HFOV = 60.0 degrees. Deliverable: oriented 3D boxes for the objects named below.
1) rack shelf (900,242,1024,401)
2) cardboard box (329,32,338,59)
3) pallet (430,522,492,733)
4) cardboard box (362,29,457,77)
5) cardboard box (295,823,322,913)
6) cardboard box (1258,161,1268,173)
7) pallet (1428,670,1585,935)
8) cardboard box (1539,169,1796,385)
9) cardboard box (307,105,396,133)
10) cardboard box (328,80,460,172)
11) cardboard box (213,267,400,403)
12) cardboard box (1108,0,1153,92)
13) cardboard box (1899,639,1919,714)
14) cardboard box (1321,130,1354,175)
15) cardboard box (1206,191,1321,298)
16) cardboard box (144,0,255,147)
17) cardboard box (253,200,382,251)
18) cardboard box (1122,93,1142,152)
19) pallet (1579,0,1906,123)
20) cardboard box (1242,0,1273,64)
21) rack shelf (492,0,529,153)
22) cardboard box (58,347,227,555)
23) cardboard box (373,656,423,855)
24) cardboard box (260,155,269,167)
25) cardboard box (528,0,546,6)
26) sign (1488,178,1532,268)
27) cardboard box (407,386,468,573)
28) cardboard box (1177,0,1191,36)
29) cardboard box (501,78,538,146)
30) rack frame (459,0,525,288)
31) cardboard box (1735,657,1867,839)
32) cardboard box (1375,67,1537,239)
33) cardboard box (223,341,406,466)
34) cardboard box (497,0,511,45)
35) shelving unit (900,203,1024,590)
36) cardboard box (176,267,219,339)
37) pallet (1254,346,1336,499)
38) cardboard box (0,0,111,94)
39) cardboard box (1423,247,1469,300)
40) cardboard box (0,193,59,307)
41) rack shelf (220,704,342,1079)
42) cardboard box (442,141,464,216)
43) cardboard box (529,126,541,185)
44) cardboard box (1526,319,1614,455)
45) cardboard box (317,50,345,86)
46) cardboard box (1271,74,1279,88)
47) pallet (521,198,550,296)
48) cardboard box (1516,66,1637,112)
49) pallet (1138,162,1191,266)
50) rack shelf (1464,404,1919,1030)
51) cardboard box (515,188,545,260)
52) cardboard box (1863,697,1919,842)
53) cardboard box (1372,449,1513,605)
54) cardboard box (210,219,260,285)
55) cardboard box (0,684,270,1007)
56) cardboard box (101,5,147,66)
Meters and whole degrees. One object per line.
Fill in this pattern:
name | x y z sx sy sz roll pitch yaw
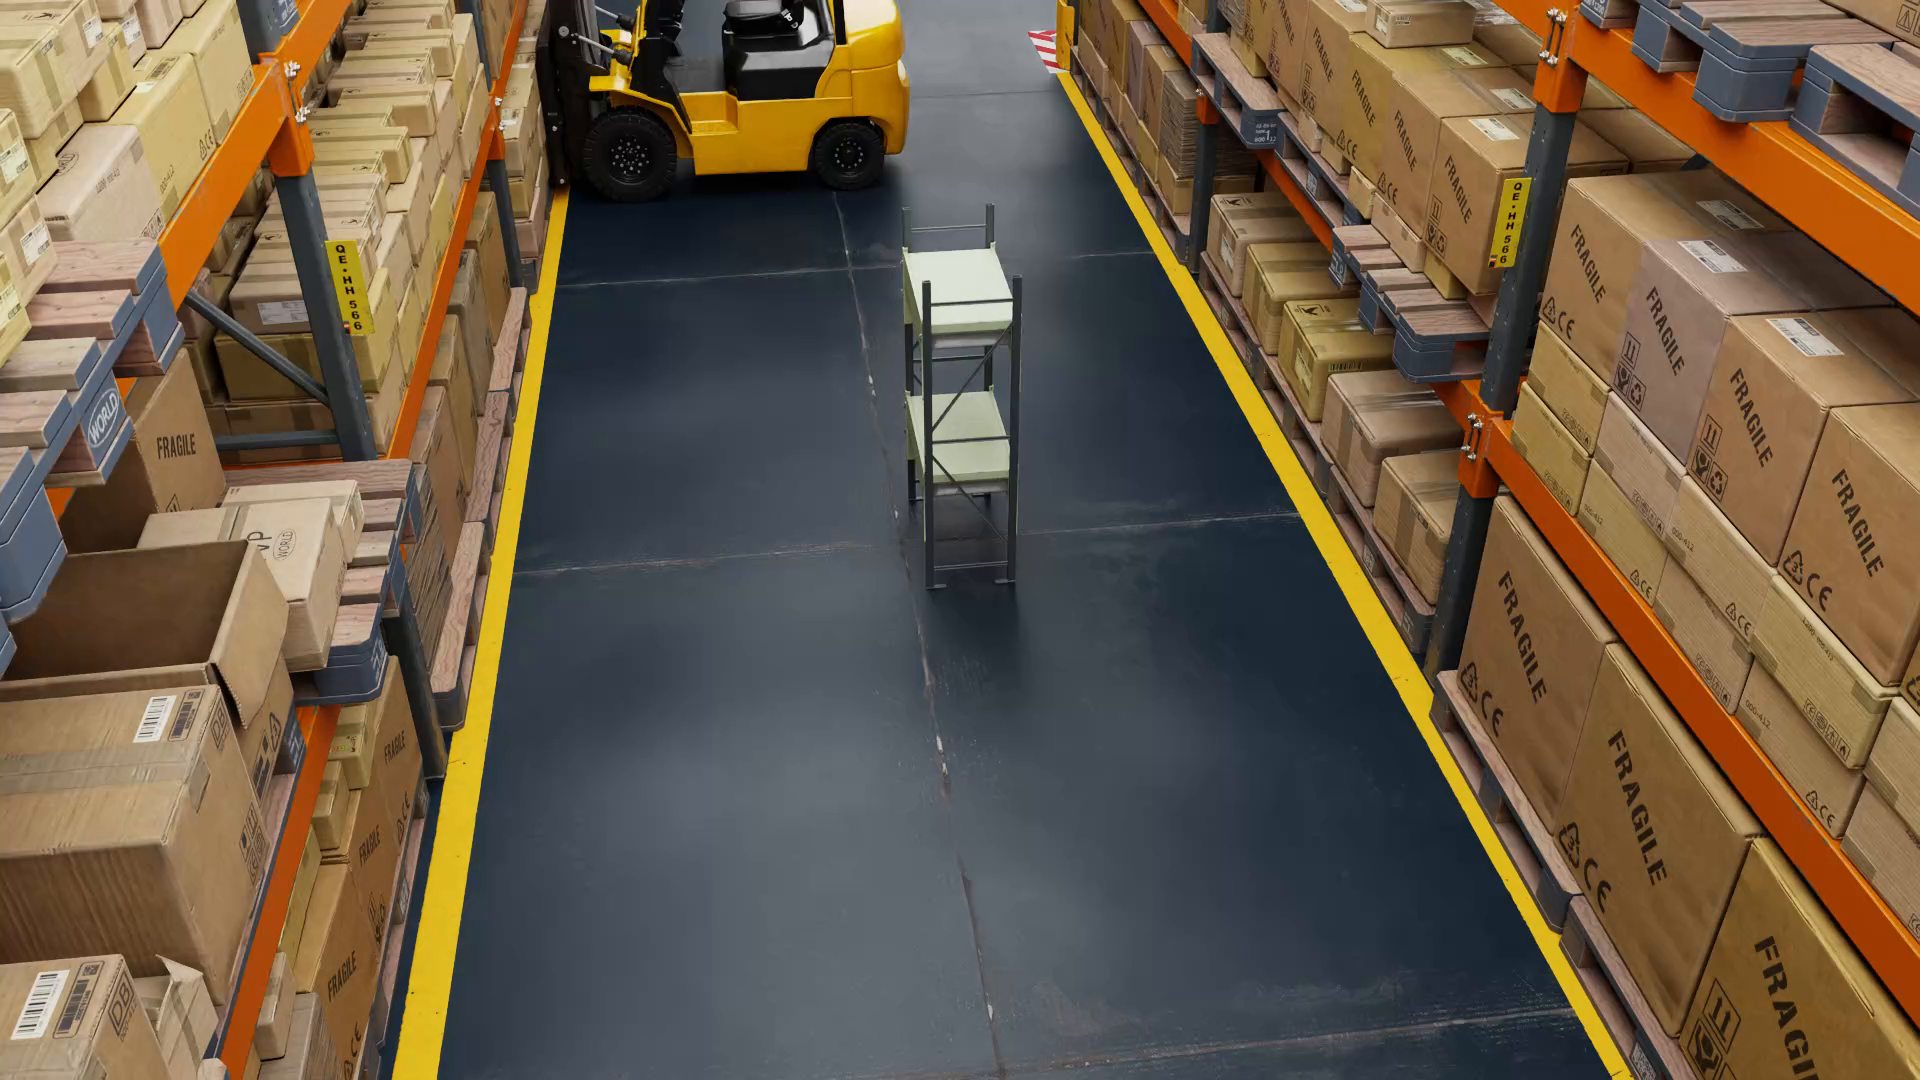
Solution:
rack shelf | -0.001 -0.946 7.113 0.431 0.370 0.720 -4 35 -6
cardboard box | -3.172 -2.349 7.868 0.380 0.149 0.250 -4 35 -7
pallet | -2.558 0.377 7.009 1.003 0.211 1.213 -4 35 -6
cardboard box | -2.557 -2.260 7.739 0.380 0.149 0.250 -5 35 -8
cardboard box | -2.119 0.986 4.910 0.380 0.149 0.250 -3 34 -5
cardboard box | 2.083 -2.620 10.333 0.500 0.500 0.500 -3 34 -4
pallet | 2.464 0.907 6.231 1.003 0.211 1.213 -4 35 -6
cardboard box | 2.256 -0.851 5.359 0.500 0.500 0.500 -5 35 -8
cardboard box | -2.551 -1.679 6.886 0.380 0.149 0.250 -4 35 -6
cardboard box | -2.565 -1.863 7.509 0.500 0.250 0.500 -4 34 -5
cardboard box | -2.278 -0.725 5.840 0.500 0.250 0.500 -4 35 -6
cardboard box | 1.329 -3.446 11.546 0.500 0.500 0.500 -4 34 -5
cardboard box | 2.536 0.284 3.693 0.500 0.500 0.500 -3 34 -5
cardboard box | 1.868 -1.784 7.555 0.380 0.149 0.250 -5 35 -8
cardboard box | 1.967 -1.718 9.568 0.950 0.372 0.625 -4 34 -6
cardboard box | -2.176 -1.222 4.349 0.500 0.250 0.500 -5 35 -8
cardboard box | -2.334 -1.113 6.054 0.380 0.149 0.250 -3 34 -5
cardboard box | 1.403 -2.850 11.337 0.500 0.250 0.500 -4 34 -6
pallet | 2.572 -1.497 4.787 1.213 0.211 1.003 -3 34 -4
cardboard box | 1.741 -2.698 8.319 0.500 0.500 0.500 -4 35 -6
rack shelf | -3.293 -3.364 10.661 1.077 0.370 4.000 -4 35 -6
cardboard box | -2.571 -0.228 4.960 0.500 0.500 0.500 -3 34 -4
cardboard box | -2.216 0.766 5.809 0.500 0.500 0.500 -3 34 -5
cardboard box | -2.956 -1.644 6.833 0.380 0.149 0.250 -3 34 -5
cardboard box | -3.116 -3.710 11.711 0.500 0.250 0.500 -4 34 -6
sign | 1.896 -1.090 5.728 0.100 0.325 0.005 -4 35 -6
cardboard box | -2.652 -0.218 7.142 0.875 0.625 0.625 -3 34 -5
cardboard box | 1.509 -3.114 9.879 0.380 0.149 0.250 -4 34 -5
cardboard box | -2.836 -2.575 10.046 0.500 0.250 0.500 -4 35 -6
rack frame | -3.024 -2.545 8.821 1.000 3.000 0.127 -4 35 -6
cardboard box | 2.470 0.517 4.461 0.500 0.250 0.500 -4 35 -6
cardboard box | 2.015 -1.549 6.633 0.500 0.500 0.500 -5 35 -7
cardboard box | -2.303 -0.517 5.978 0.500 0.250 0.500 -4 35 -6
cardboard box | -2.911 -3.143 9.609 0.500 0.500 0.500 -4 34 -6
shelving unit | -0.001 -0.623 7.333 0.431 1.500 0.755 -4 35 -6
cardboard box | -2.730 -0.788 5.578 0.380 0.149 0.250 -3 34 -5
pallet | 2.168 -0.654 8.522 1.003 0.211 1.213 -4 35 -6
cardboard box | -2.008 -1.025 3.442 0.380 0.149 0.250 -5 35 -7
cardboard box | 2.047 -1.070 6.506 0.380 0.149 0.250 -4 34 -6
cardboard box | -1.826 -0.484 2.894 0.380 0.149 0.250 -4 34 -5
rack shelf | -2.217 1.101 4.110 1.077 0.370 4.000 -4 35 -6
cardboard box | -2.587 -1.662 7.658 0.500 0.250 0.500 -4 34 -6
cardboard box | -2.852 -2.363 10.179 0.500 0.250 0.500 -5 35 -7
cardboard box | 2.256 -0.534 5.559 0.500 0.250 0.500 -5 35 -7
cardboard box | -3.152 -2.106 7.865 0.500 0.250 0.500 -5 35 -7
cardboard box | 1.795 -2.368 8.411 0.380 0.149 0.250 -2 34 -3
pallet | -3.089 -1.840 10.262 1.003 0.211 1.213 -4 35 -6
cardboard box | 2.524 -1.587 6.690 0.500 0.500 0.500 -3 34 -4
pallet | 1.769 -2.143 10.707 1.003 0.211 1.213 -4 35 -6
rack shelf | 2.701 0.723 4.665 1.077 0.370 4.000 -4 35 -6
cardboard box | -2.761 -1.877 9.910 0.500 0.250 0.500 -4 34 -6
cardboard box | 2.520 0.602 3.892 0.500 0.250 0.500 -4 34 -5
cardboard box | 2.366 -0.094 7.185 0.950 0.372 0.625 -7 35 -10
cardboard box | -2.892 -0.972 6.202 0.500 0.250 0.500 -4 34 -6
cardboard box | -1.966 0.691 3.611 0.700 0.500 0.500 -5 35 -7
cardboard box | -2.174 -1.181 3.934 0.380 0.149 0.250 -4 34 -5
